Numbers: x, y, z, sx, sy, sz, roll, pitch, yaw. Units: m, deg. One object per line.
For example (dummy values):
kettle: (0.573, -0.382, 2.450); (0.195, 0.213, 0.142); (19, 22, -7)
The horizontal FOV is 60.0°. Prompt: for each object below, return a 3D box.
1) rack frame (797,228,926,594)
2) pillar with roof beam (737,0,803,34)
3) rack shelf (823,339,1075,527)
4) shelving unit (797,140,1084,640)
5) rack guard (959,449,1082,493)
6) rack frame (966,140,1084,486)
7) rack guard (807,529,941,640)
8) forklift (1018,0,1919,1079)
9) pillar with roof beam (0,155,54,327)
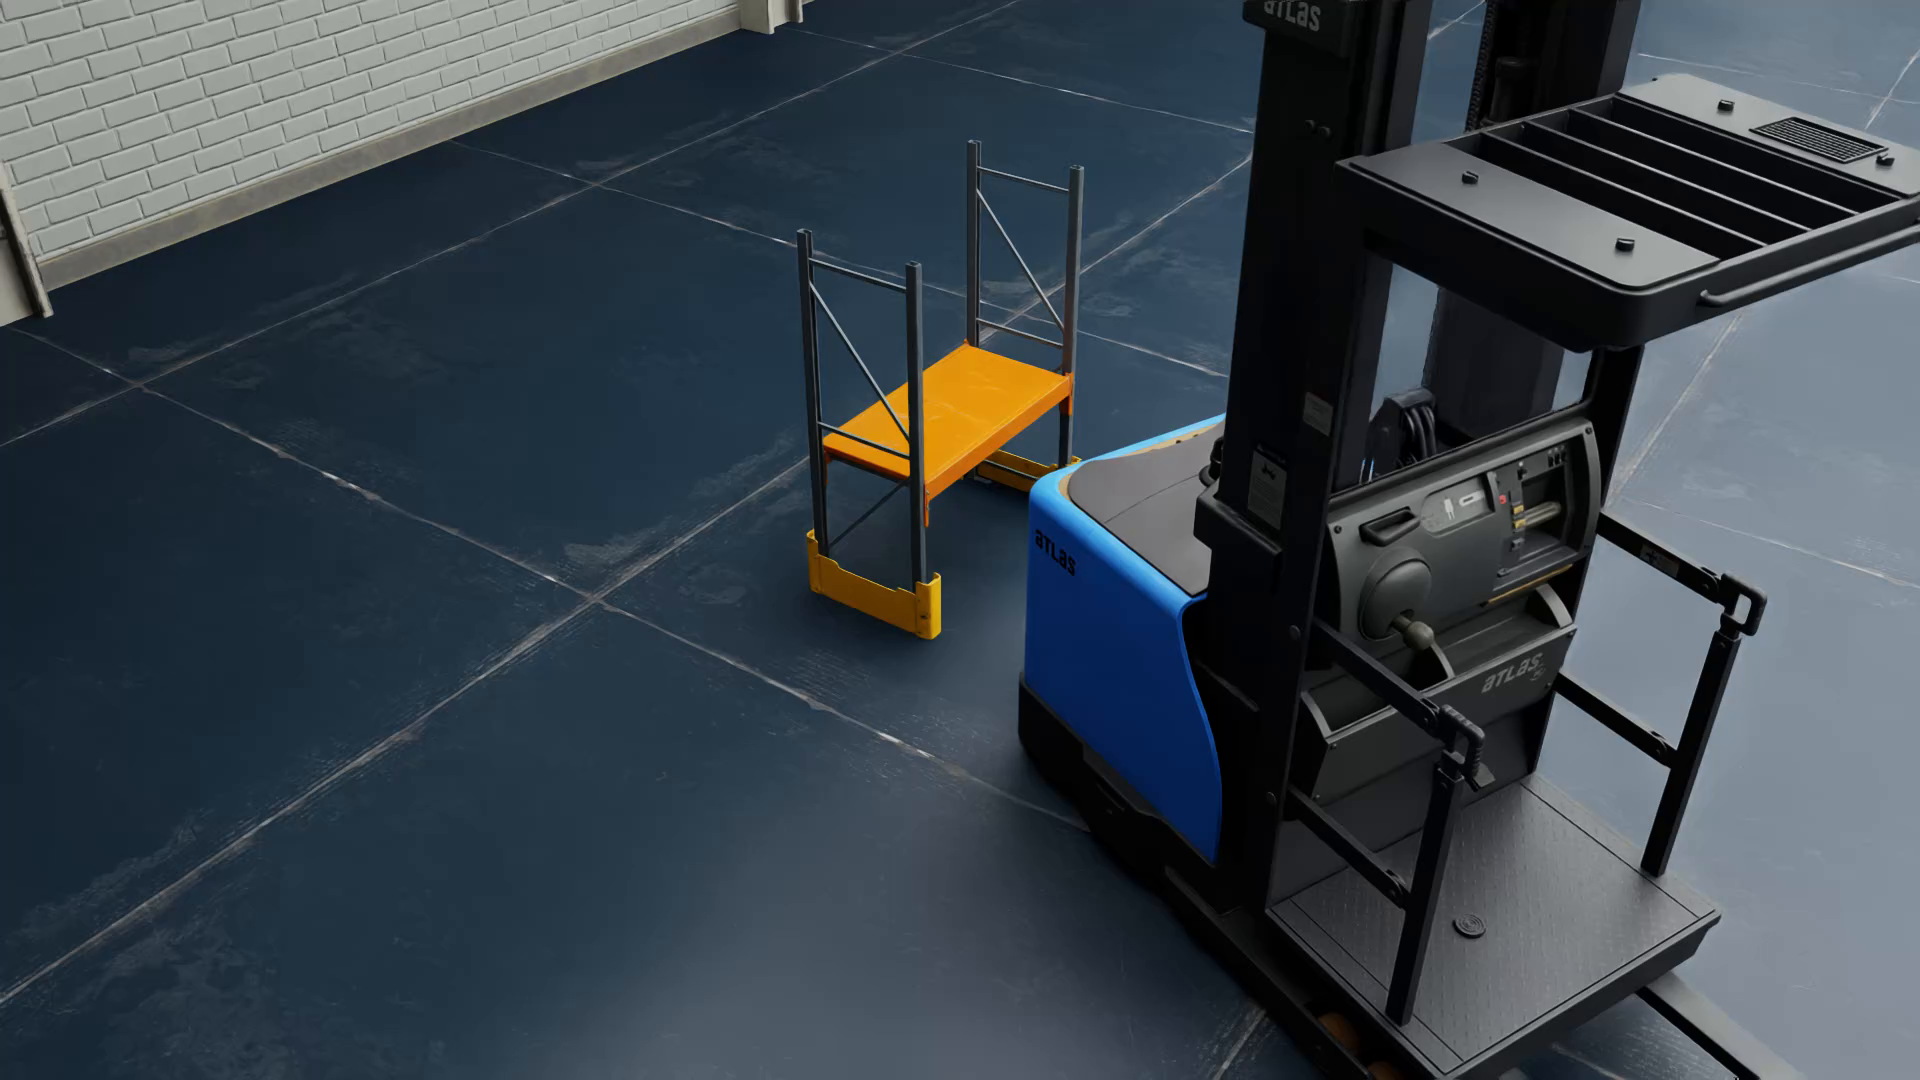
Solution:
rack frame: (-0.339, -0.348, 5.926); (0.500, 1.500, 0.032); (21, 39, 28)
pillar with roof beam: (2.119, -6.220, 7.914); (9.100, 9.000, 0.400); (21, 39, 28)
rack shelf: (-0.049, -0.433, 6.373); (0.538, 0.185, 1.000); (21, 39, 28)
shelving unit: (-0.043, -0.586, 6.278); (0.587, 1.500, 1.083); (21, 39, 28)
rack guard: (0.240, -0.298, 6.967); (0.587, 0.250, 0.087); (21, 39, 28)
rack frame: (0.241, -0.816, 6.618); (0.500, 1.500, 0.032); (21, 39, 28)
rack guard: (-0.327, 0.161, 6.289); (0.587, 0.250, 0.087); (21, 39, 28)
forklift: (1.405, 0.043, 4.070); (1.130, 2.935, 3.031); (-19, 39, -26)
pillar with roof beam: (-1.302, -3.459, 3.831); (9.100, 9.000, 0.400); (21, 39, 28)
